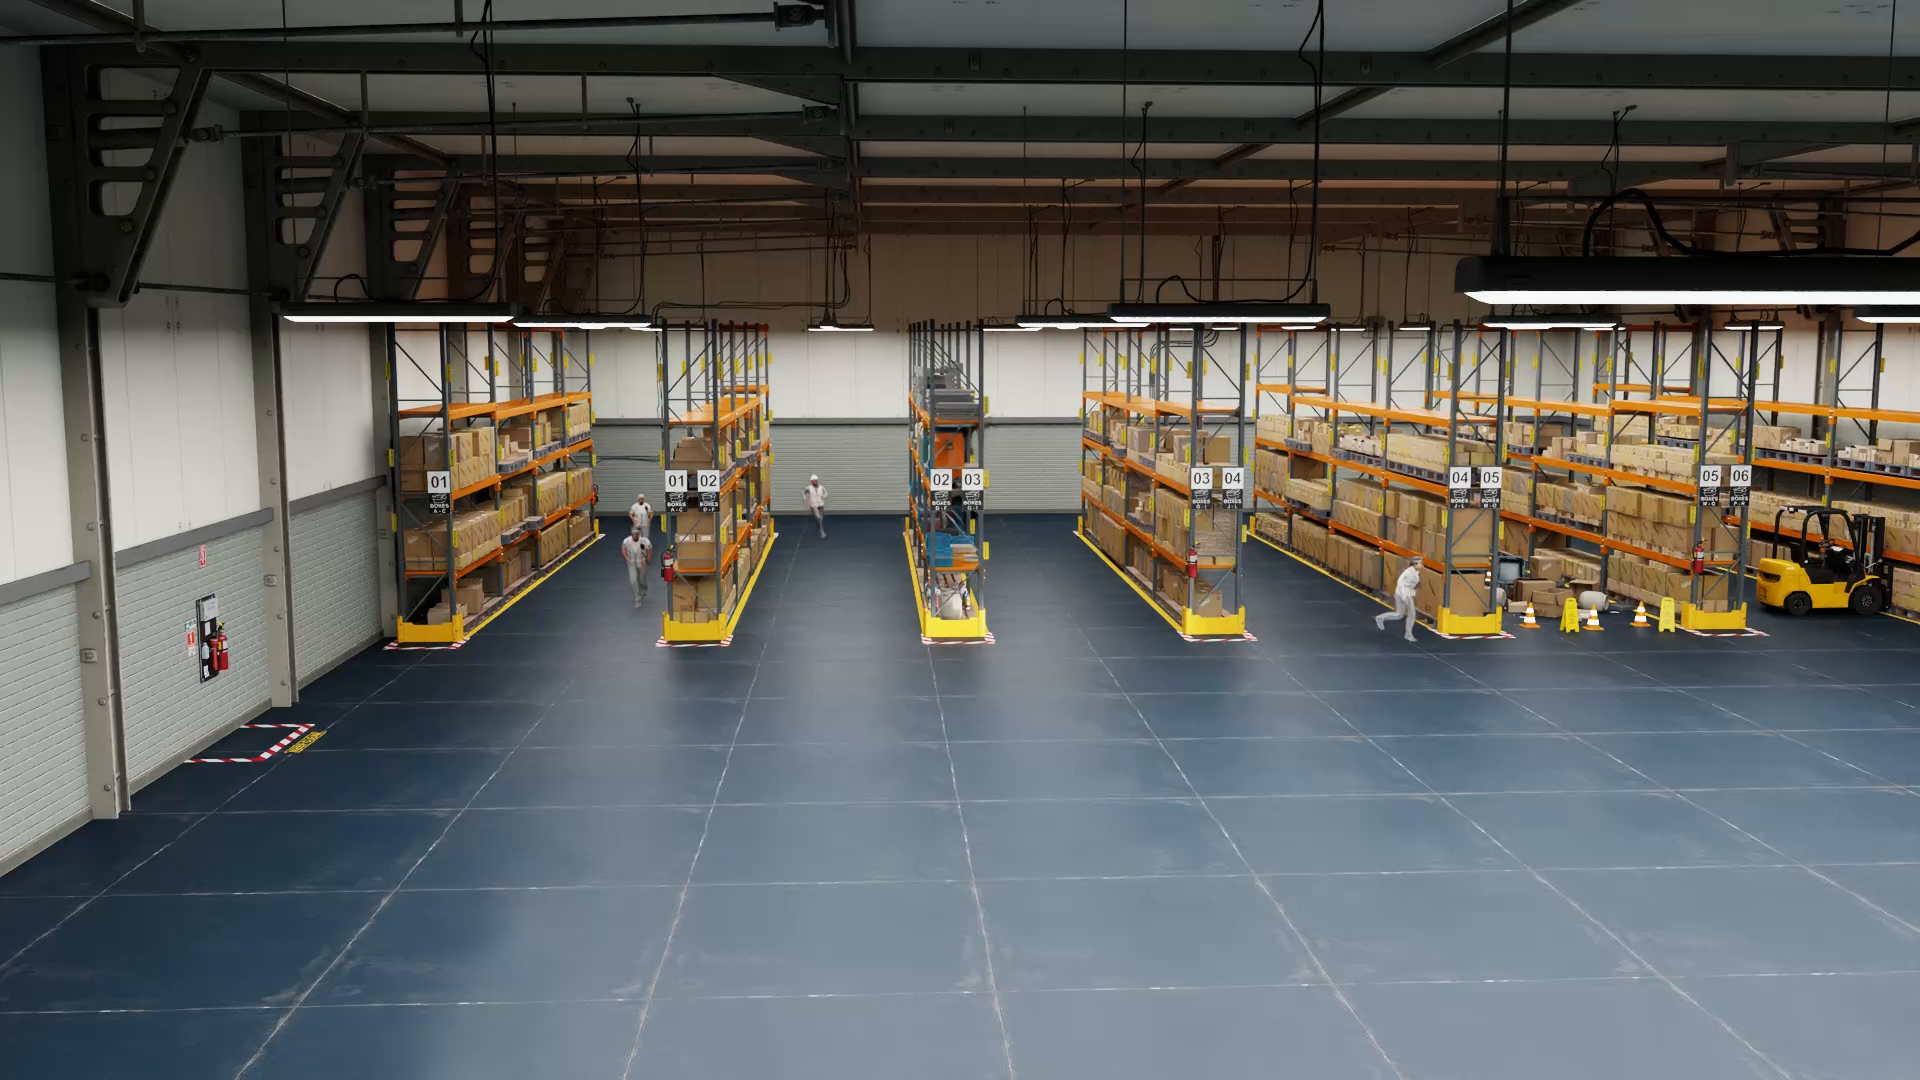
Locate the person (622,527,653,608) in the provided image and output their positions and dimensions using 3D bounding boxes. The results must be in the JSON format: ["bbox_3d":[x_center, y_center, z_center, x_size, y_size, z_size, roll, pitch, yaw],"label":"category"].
[{"bbox_3d":[-6.844,0.529,35.371,0.649,1.722,0.911,0,7,0],"label":"person"}]

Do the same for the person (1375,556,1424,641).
[{"bbox_3d":[8.294,1.084,31.377,0.886,1.635,0.626,4,8,30],"label":"person"}]

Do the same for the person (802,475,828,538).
[{"bbox_3d":[-4.085,-0.947,47.050,0.693,1.811,0.757,-3,8,-25],"label":"person"}]

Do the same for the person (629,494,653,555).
[{"bbox_3d":[-8.213,-0.374,42.863,0.607,1.629,0.539,-1,7,-11],"label":"person"}]
